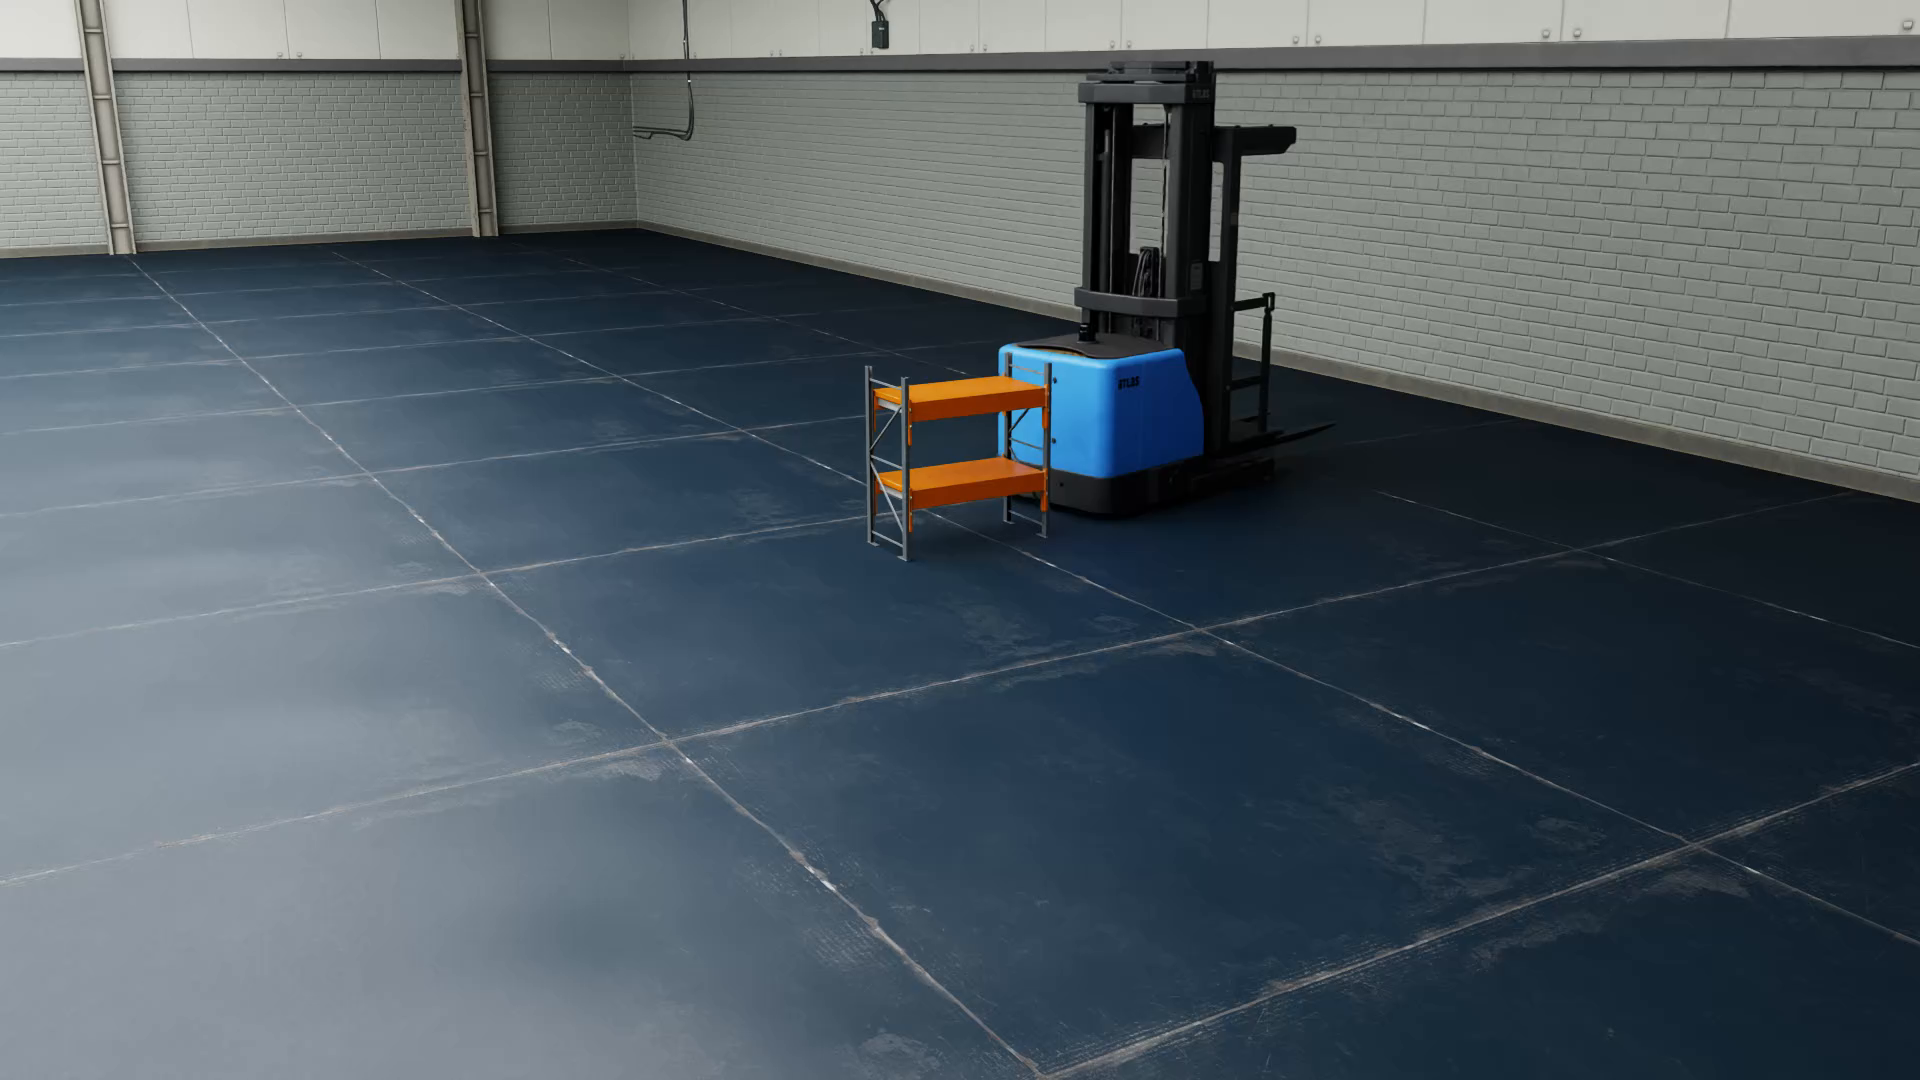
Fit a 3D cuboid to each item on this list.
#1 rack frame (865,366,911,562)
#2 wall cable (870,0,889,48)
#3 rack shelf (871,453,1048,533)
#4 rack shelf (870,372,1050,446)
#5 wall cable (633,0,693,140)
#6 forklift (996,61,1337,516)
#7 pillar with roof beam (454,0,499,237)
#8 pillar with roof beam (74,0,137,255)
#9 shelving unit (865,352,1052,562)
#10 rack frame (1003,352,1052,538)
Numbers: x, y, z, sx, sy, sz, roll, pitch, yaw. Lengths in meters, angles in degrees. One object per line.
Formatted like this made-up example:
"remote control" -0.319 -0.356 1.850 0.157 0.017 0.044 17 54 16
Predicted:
"rack frame" -0.442 -0.470 10.156 0.032 1.125 0.500 -9 18 -30
"wall cable" -0.597 -9.442 21.274 0.169 6.003 2.305 -9 18 -30
"rack shelf" -0.006 -0.305 10.474 1.000 0.278 0.538 -9 18 -30
"rack shelf" -0.006 -0.823 10.329 1.000 0.278 0.538 -9 18 -30
"wall cable" -5.473 -8.508 29.996 0.112 2.526 3.097 -9 18 -30
"forklift" 1.648 -1.891 11.878 3.031 2.935 1.130 -15 22 -43
"pillar with roof beam" -6.462 -8.904 25.654 0.400 9.000 9.100 -9 18 -30
"pillar with roof beam" -11.605 -8.070 22.679 0.400 9.000 9.100 -9 18 -30
"shelving unit" -0.006 -0.541 10.408 1.048 1.125 0.538 -9 18 -30
"rack frame" 0.430 -0.611 10.661 0.032 1.125 0.500 -9 18 -30
